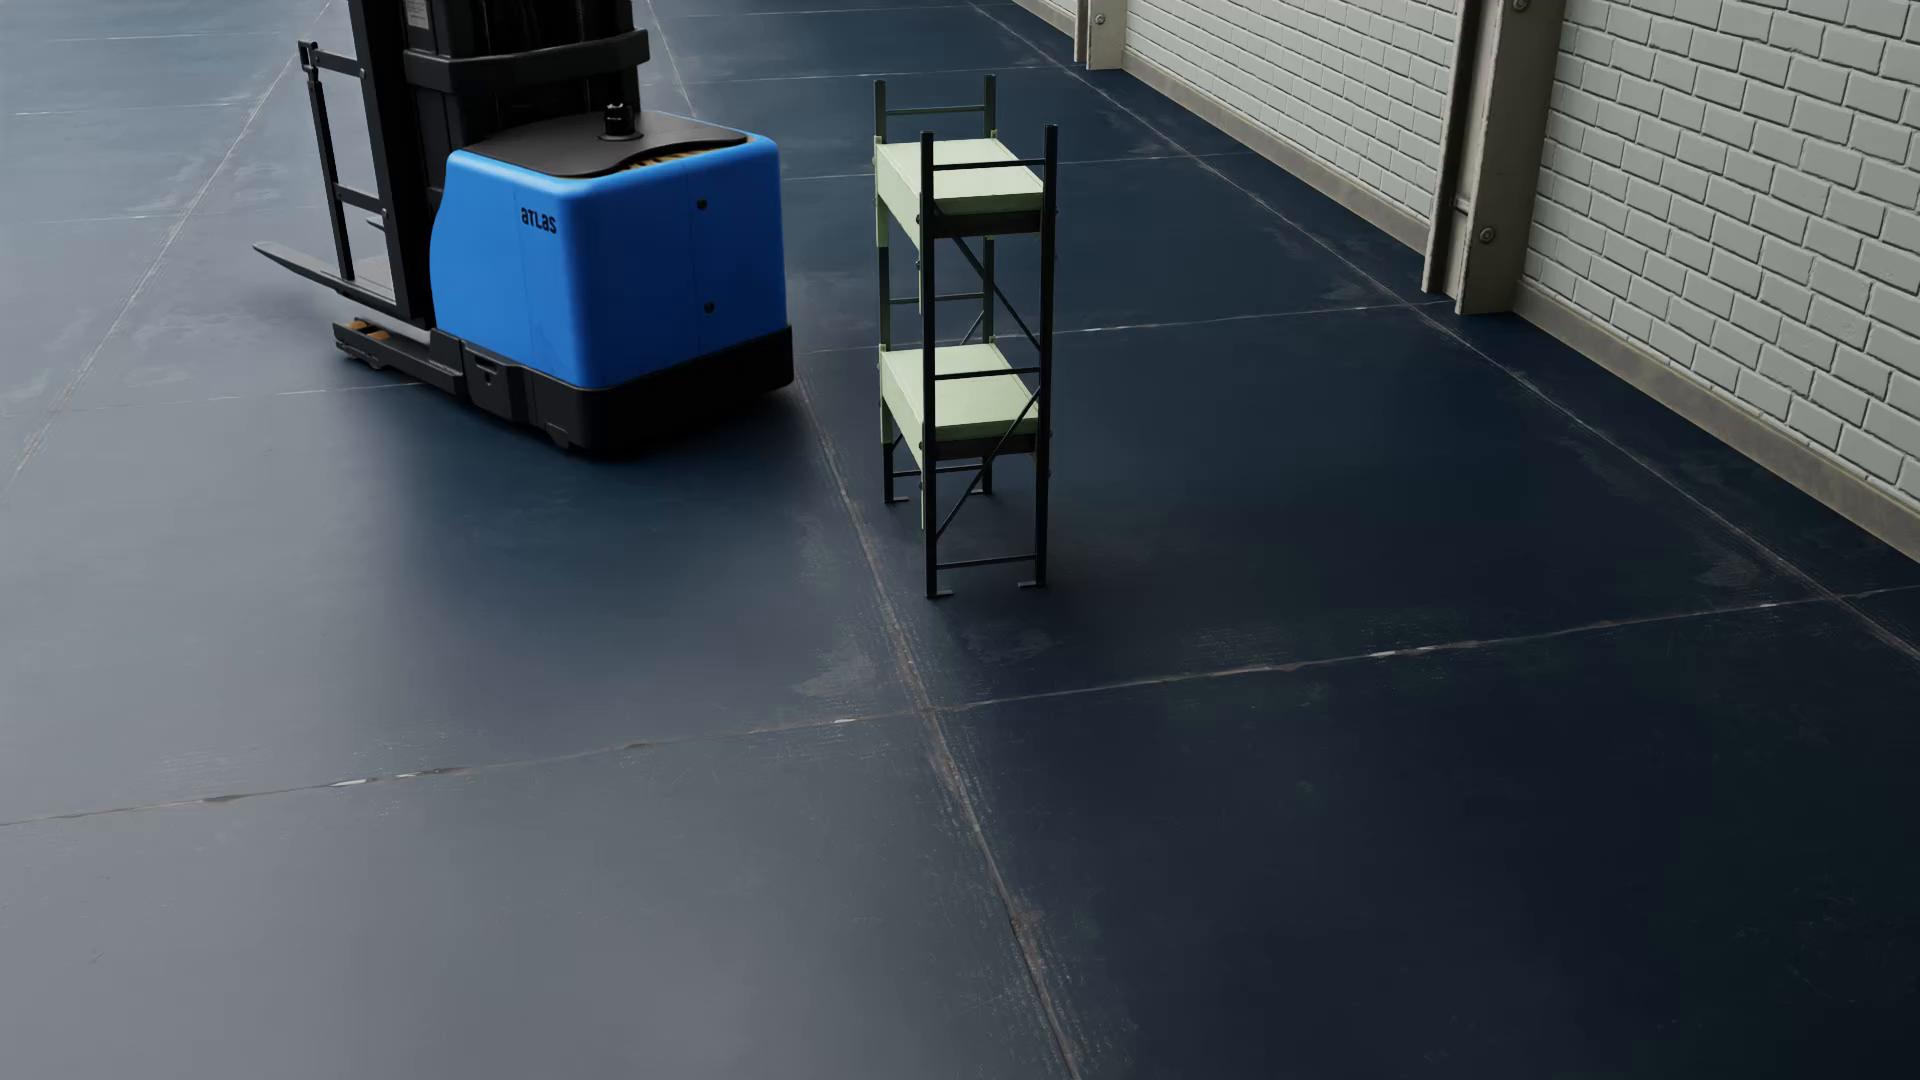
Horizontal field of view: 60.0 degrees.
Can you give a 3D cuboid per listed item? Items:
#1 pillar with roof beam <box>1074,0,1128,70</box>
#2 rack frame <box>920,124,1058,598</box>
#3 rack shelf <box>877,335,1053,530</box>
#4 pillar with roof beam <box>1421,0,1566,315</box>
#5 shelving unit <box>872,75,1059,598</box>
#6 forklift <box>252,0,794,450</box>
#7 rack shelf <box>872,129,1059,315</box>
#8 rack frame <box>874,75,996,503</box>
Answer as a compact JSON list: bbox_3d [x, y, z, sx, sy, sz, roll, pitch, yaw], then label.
[{"bbox_3d":[-3.080,-7.379,10.383,9.100,9.000,0.400,-6,27,-12],"label":"pillar with roof beam"},{"bbox_3d":[0.084,-0.506,5.088,0.400,1.500,0.023,-6,27,-12],"label":"rack frame"},{"bbox_3d":[0.002,-0.376,5.553,0.431,0.370,0.720,-6,27,-12],"label":"rack shelf"},{"bbox_3d":[-1.728,-4.745,5.165,9.100,9.000,0.400,-6,27,-12],"label":"pillar with roof beam"},{"bbox_3d":[0.002,-0.667,5.406,0.431,1.500,0.755,-6,27,-12],"label":"shelving unit"},{"bbox_3d":[-2.115,-2.200,6.857,3.031,2.935,1.130,23,34,37],"label":"forklift"},{"bbox_3d":[0.002,-1.015,5.230,0.431,0.370,0.720,-6,27,-12],"label":"rack shelf"},{"bbox_3d":[-0.081,-0.827,5.725,0.400,1.500,0.023,-6,27,-12],"label":"rack frame"}]
